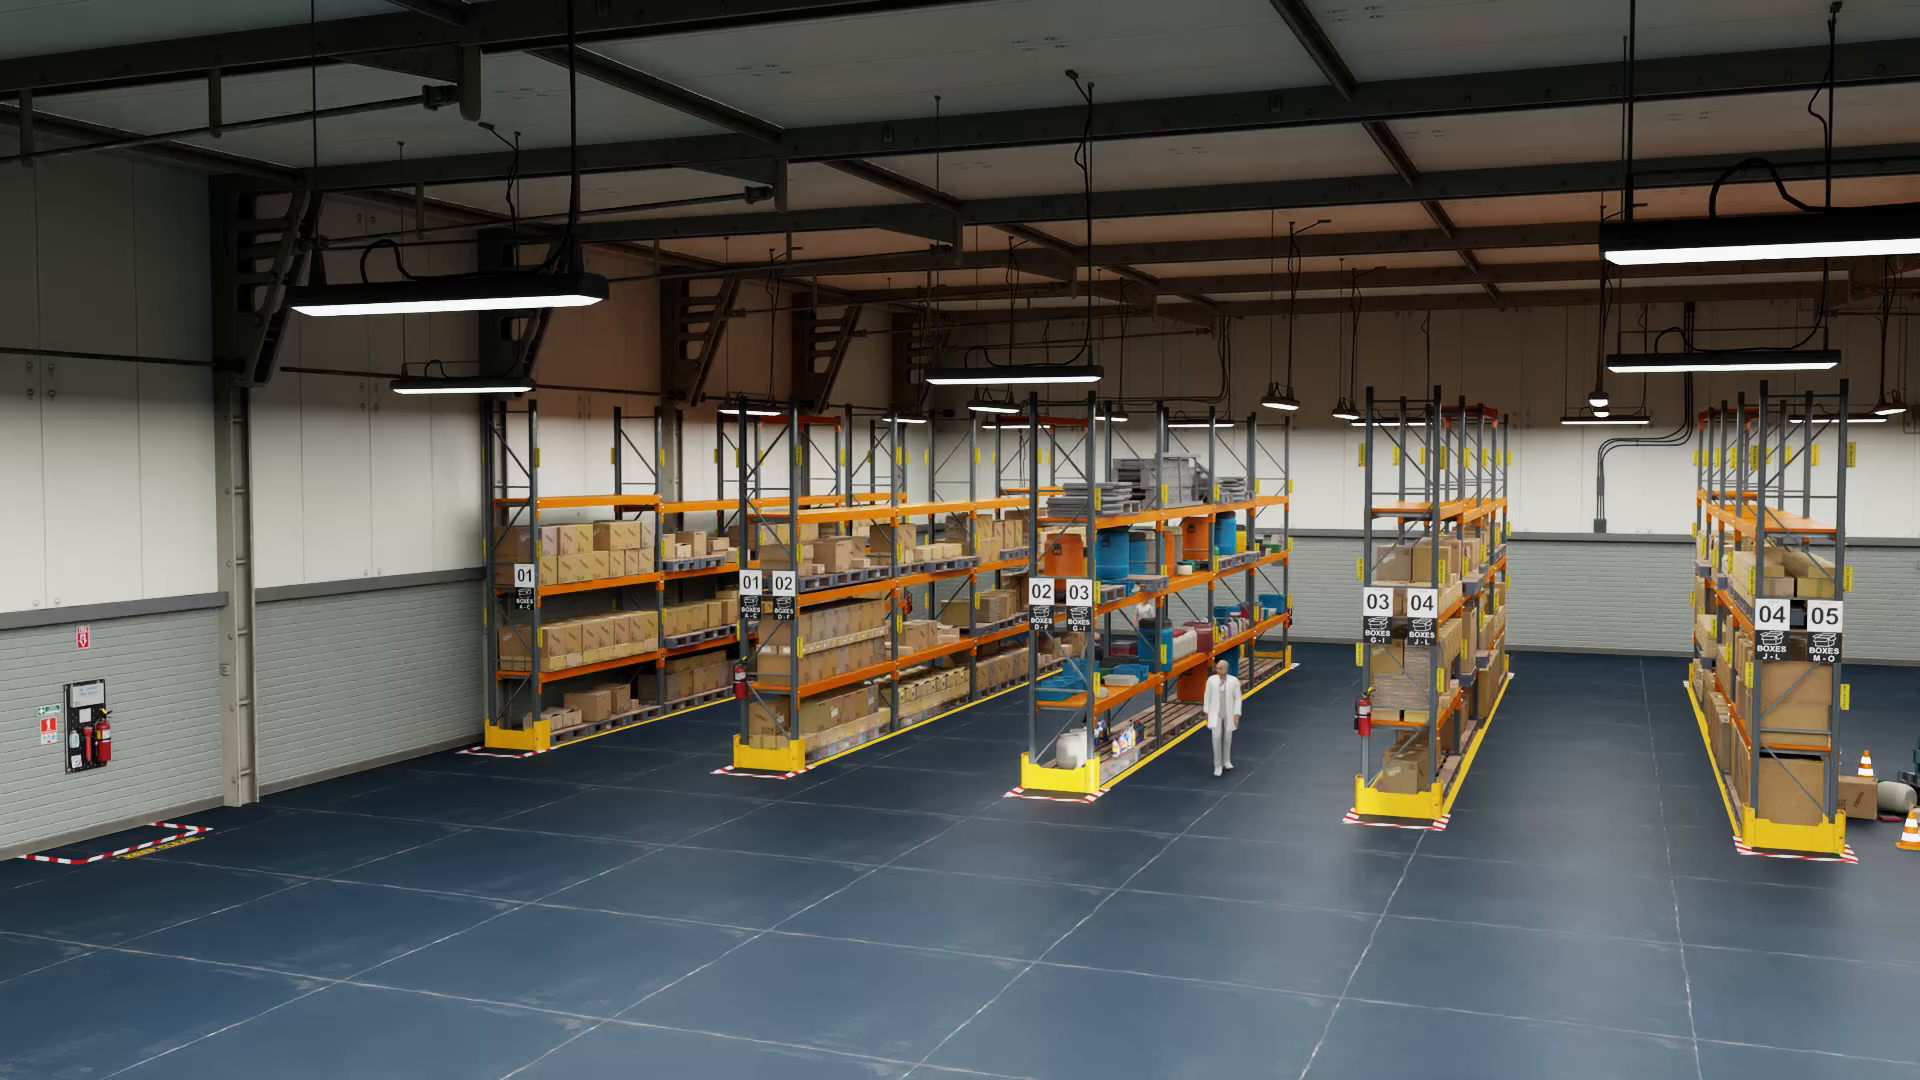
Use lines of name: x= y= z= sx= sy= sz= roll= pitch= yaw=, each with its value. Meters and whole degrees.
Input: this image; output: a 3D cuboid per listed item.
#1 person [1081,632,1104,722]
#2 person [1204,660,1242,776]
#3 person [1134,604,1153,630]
person: x=2.533 y=2.627 z=31.294 sx=0.528 sy=1.770 sz=0.613 roll=1 pitch=3 yaw=14
person: x=4.189 y=2.833 z=26.513 sx=0.606 sy=1.847 sz=0.747 roll=0 pitch=3 yaw=8
person: x=4.573 y=2.242 z=41.421 sx=0.464 sy=1.301 sz=0.935 roll=1 pitch=3 yaw=18
